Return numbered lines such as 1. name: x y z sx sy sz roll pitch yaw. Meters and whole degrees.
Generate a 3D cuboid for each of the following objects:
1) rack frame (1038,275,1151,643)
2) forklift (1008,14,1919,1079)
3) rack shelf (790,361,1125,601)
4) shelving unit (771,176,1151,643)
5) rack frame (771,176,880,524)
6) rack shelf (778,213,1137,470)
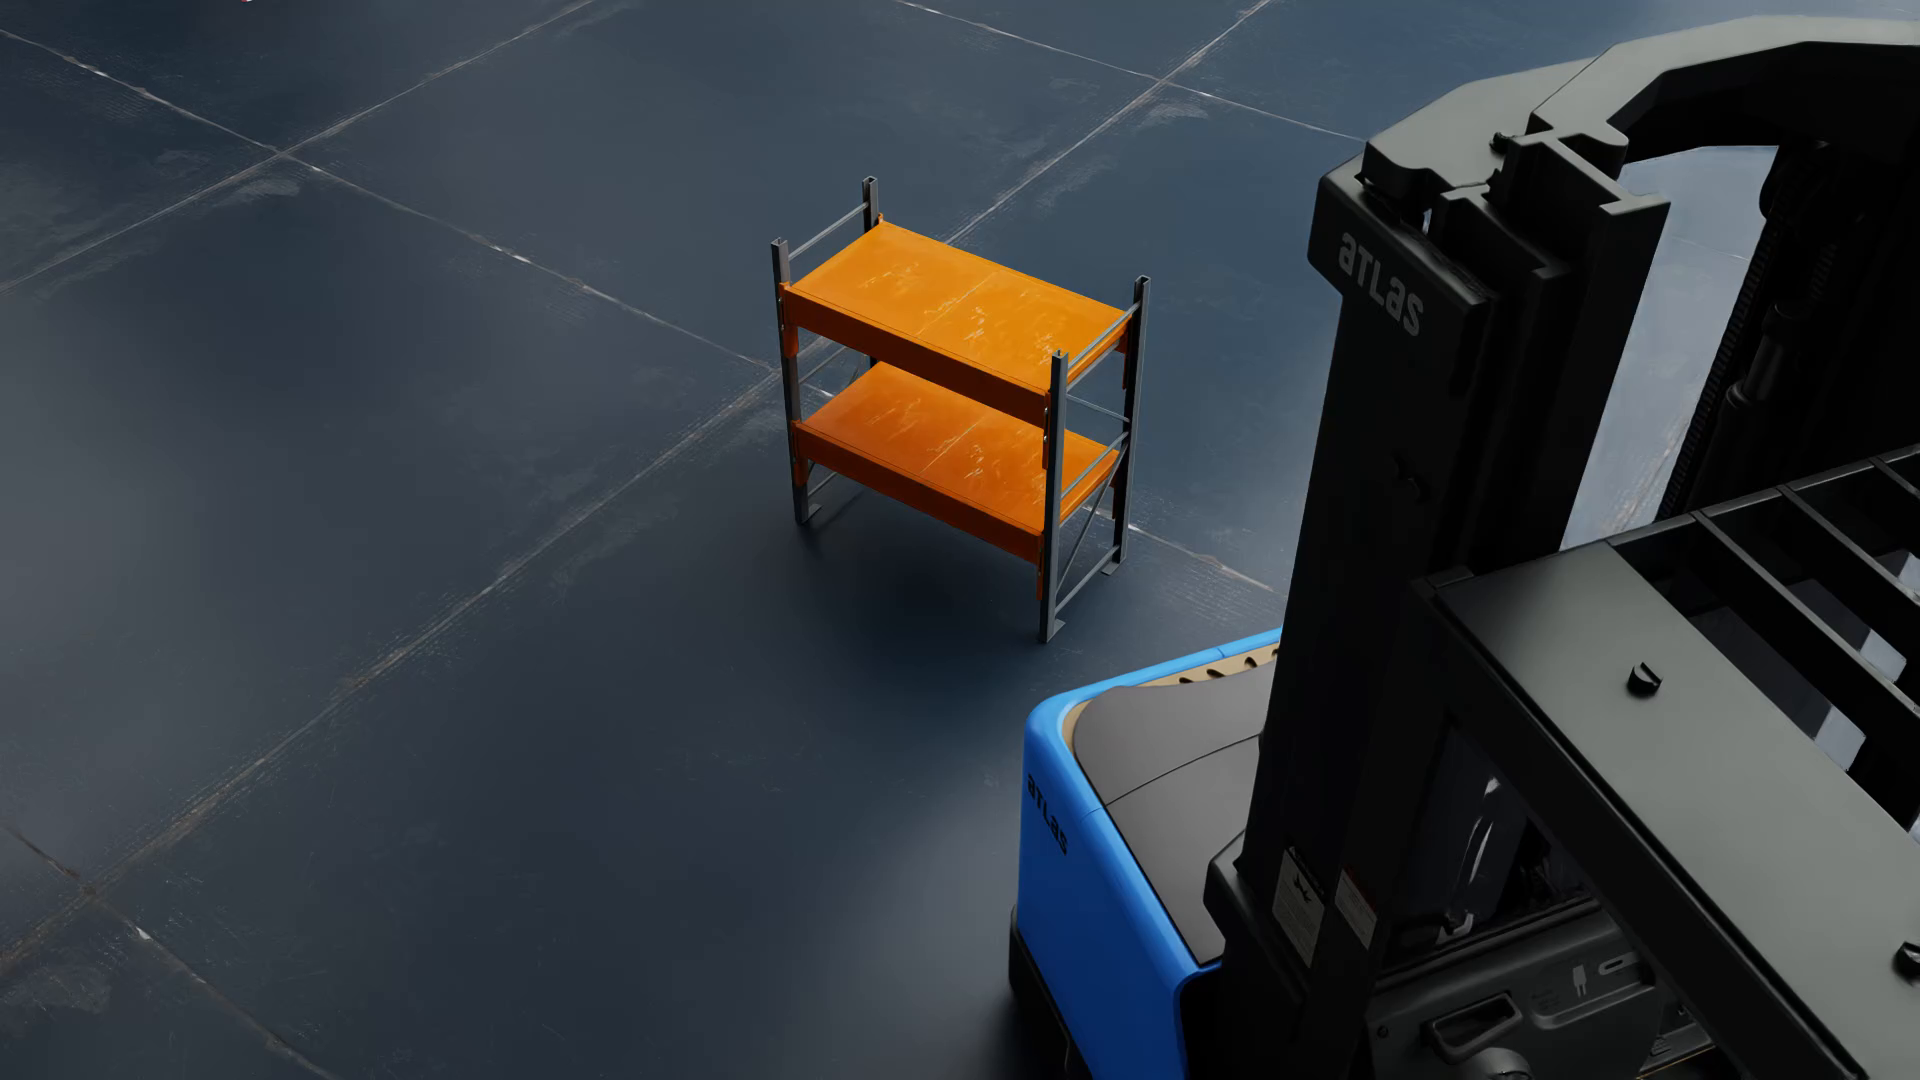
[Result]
1. rack frame: 0.411 -0.227 5.157 0.032 1.125 0.500 25 48 25
2. forklift: 1.147 0.868 2.579 1.130 2.935 3.031 -15 44 -16
3. rack shelf: -0.006 -0.240 5.538 1.000 0.278 0.538 25 48 25
4. shelving unit: -0.006 -0.422 5.375 1.048 1.125 0.538 25 48 25
5. rack frame: -0.422 -0.616 5.592 0.032 1.125 0.500 25 48 25
6. rack shelf: -0.006 -0.640 5.180 1.000 0.278 0.538 25 48 25
